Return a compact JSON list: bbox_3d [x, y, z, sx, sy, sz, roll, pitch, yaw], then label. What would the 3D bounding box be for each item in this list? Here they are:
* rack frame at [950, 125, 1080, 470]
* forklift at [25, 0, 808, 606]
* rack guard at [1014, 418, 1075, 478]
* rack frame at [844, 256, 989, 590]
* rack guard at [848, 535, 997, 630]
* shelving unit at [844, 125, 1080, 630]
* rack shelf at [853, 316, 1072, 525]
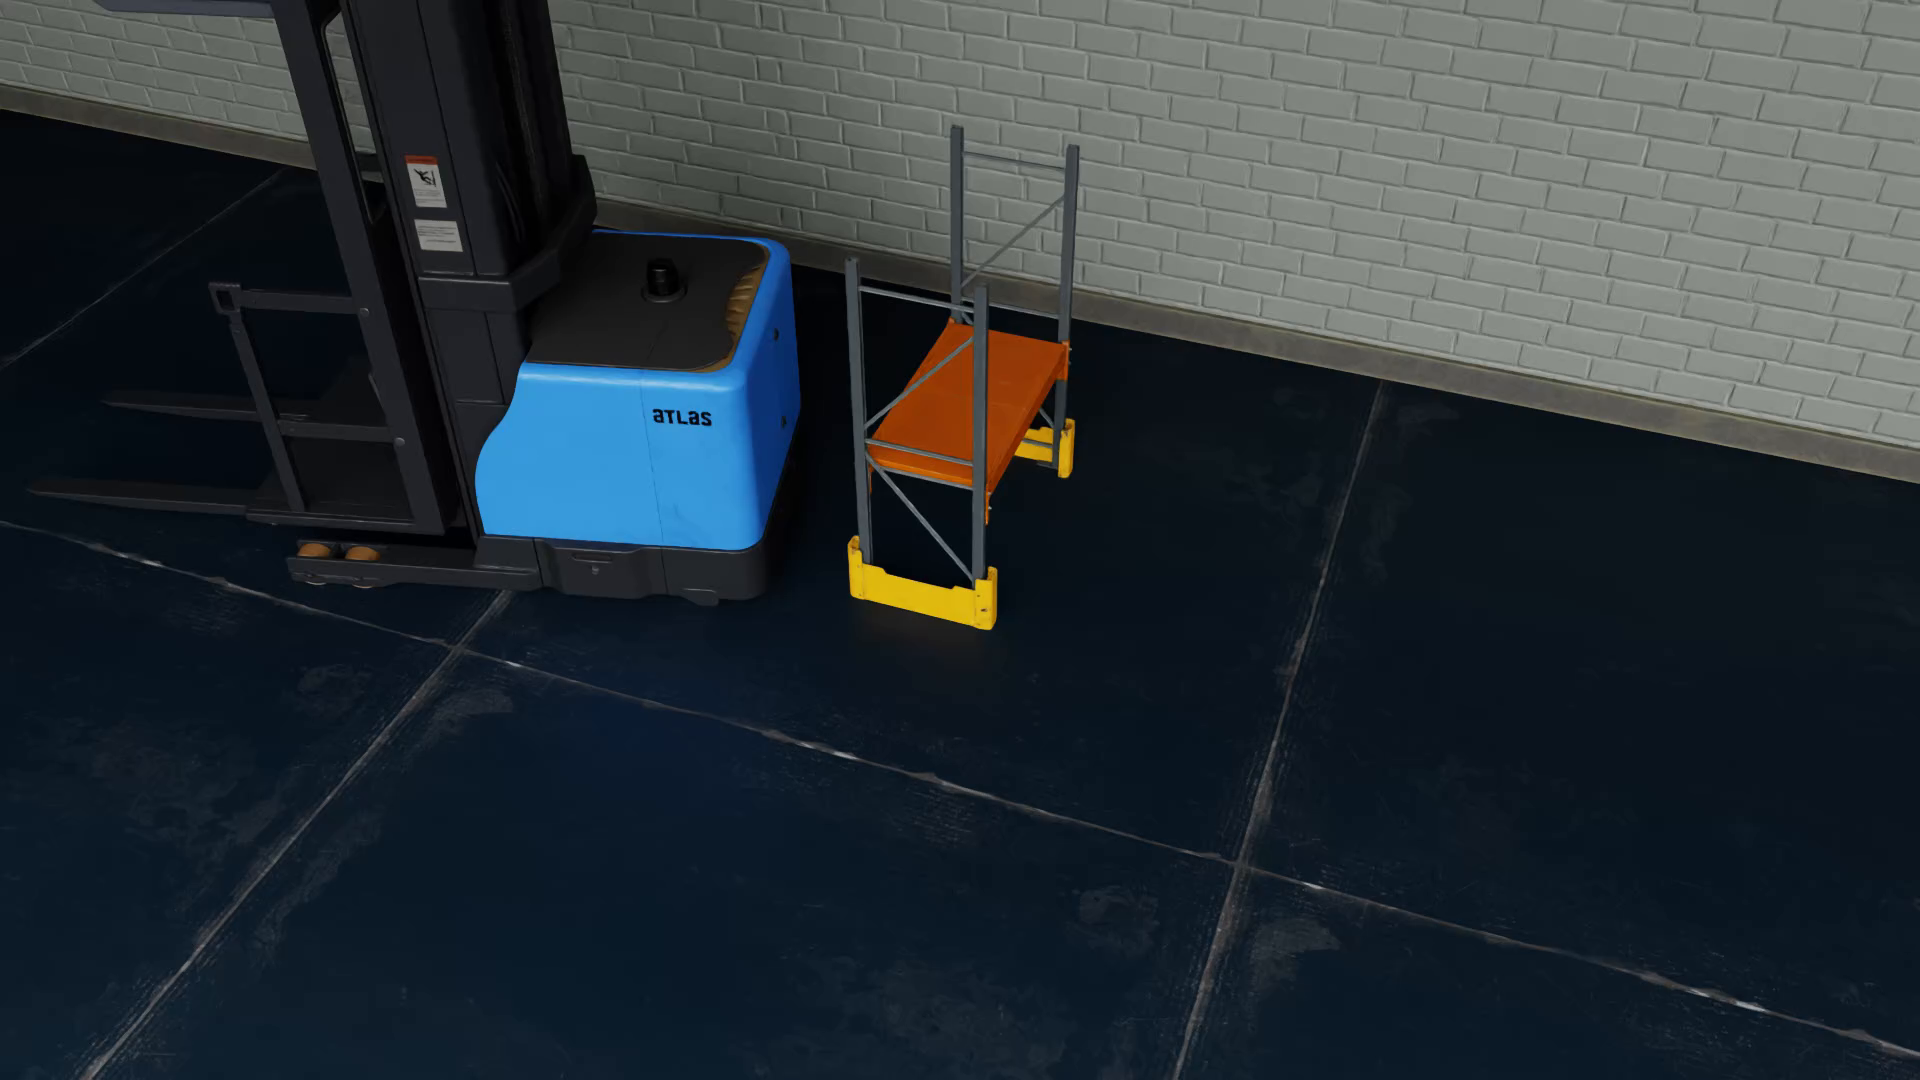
[{"bbox_3d":[0.203,-0.933,6.688,0.500,1.500,0.032,13,42,15],"label":"rack frame"},{"bbox_3d":[-2.198,-1.263,5.972,3.031,2.935,1.130,4,41,4],"label":"forklift"},{"bbox_3d":[0.196,-0.445,7.079,0.587,0.250,0.087,13,42,15],"label":"rack guard"},{"bbox_3d":[-0.145,-0.313,5.961,0.500,1.500,0.032,13,42,15],"label":"rack frame"},{"bbox_3d":[-0.144,0.162,6.367,0.587,0.250,0.087,13,42,15],"label":"rack guard"},{"bbox_3d":[0.026,-0.617,6.318,0.587,1.500,1.083,13,42,15],"label":"shelving unit"},{"bbox_3d":[0.029,-0.486,6.441,0.538,0.185,1.000,13,42,15],"label":"rack shelf"}]
